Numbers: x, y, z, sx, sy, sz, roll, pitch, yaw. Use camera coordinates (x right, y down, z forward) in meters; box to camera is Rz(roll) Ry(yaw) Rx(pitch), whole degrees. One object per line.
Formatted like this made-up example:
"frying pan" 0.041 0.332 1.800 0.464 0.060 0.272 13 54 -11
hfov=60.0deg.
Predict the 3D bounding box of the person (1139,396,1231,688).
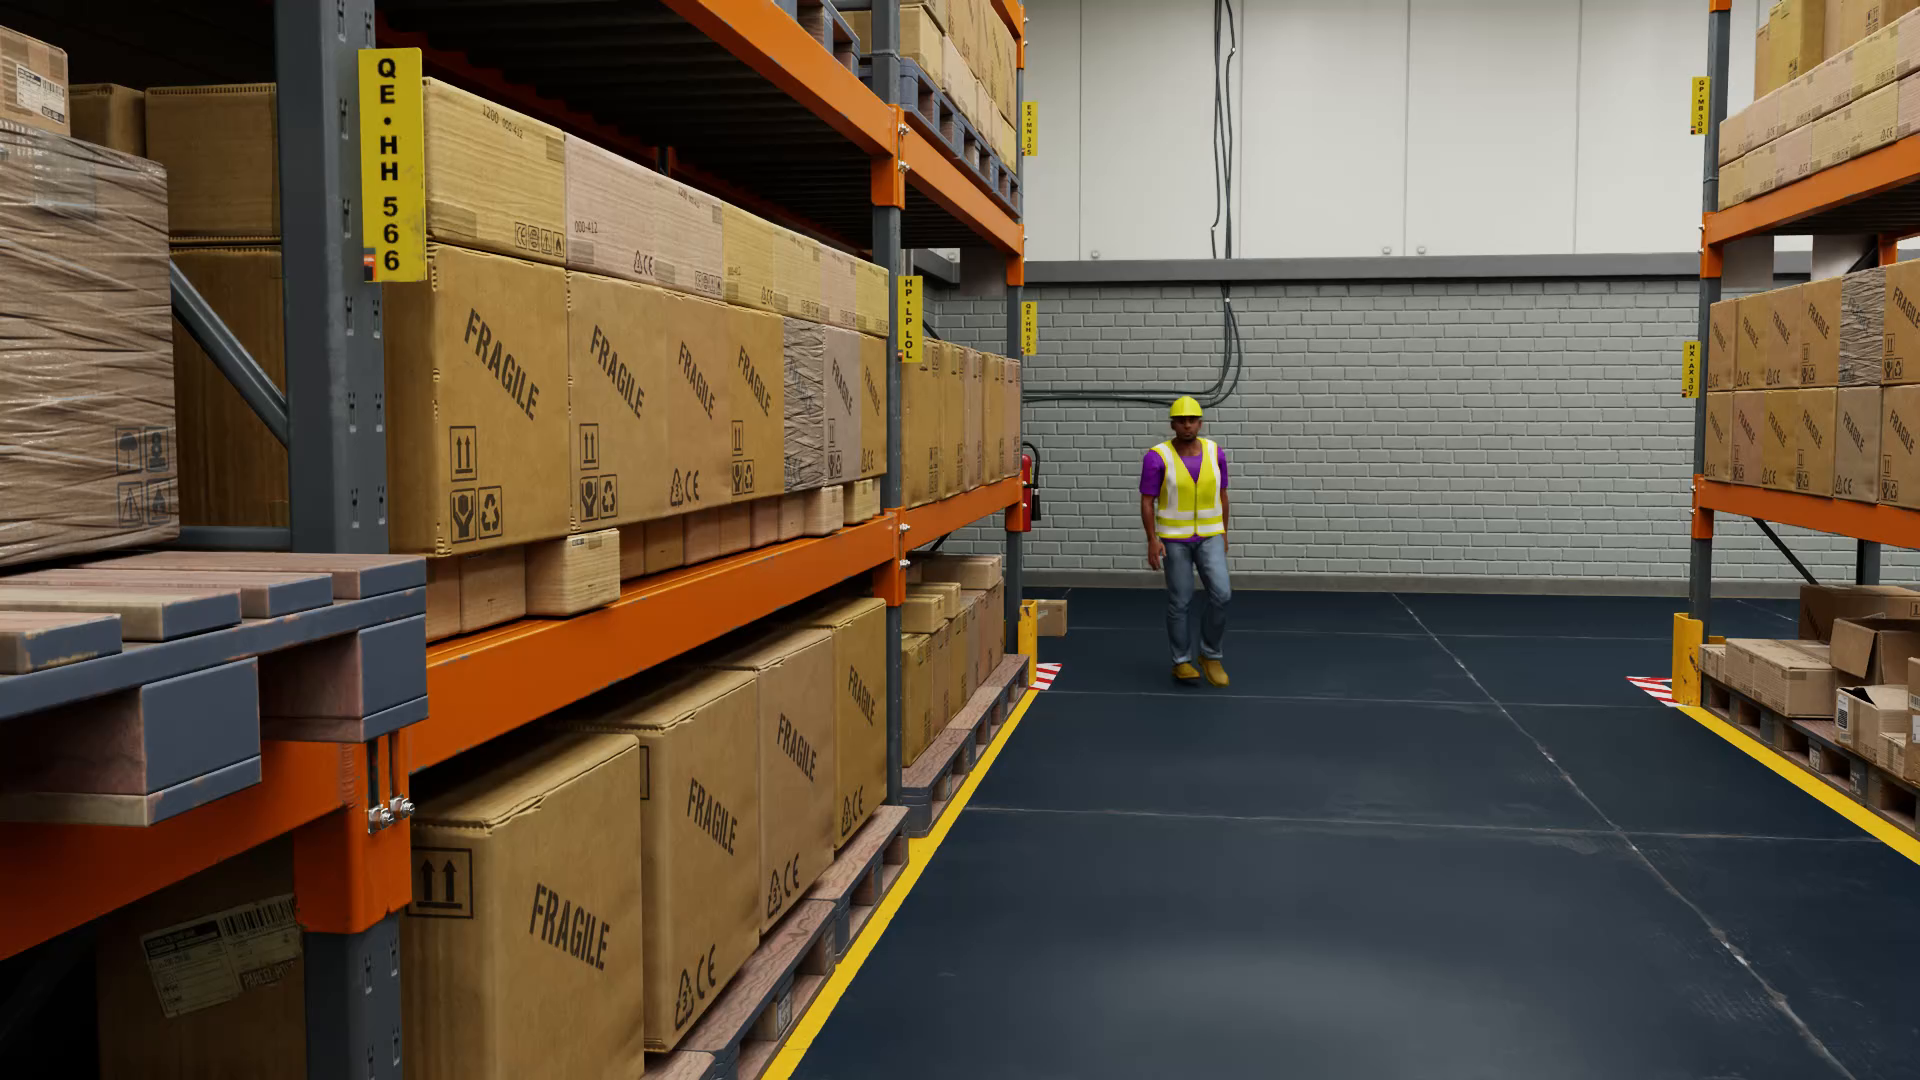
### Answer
"person" 1.393 0.014 10.250 0.593 1.794 0.497 0 4 -6
